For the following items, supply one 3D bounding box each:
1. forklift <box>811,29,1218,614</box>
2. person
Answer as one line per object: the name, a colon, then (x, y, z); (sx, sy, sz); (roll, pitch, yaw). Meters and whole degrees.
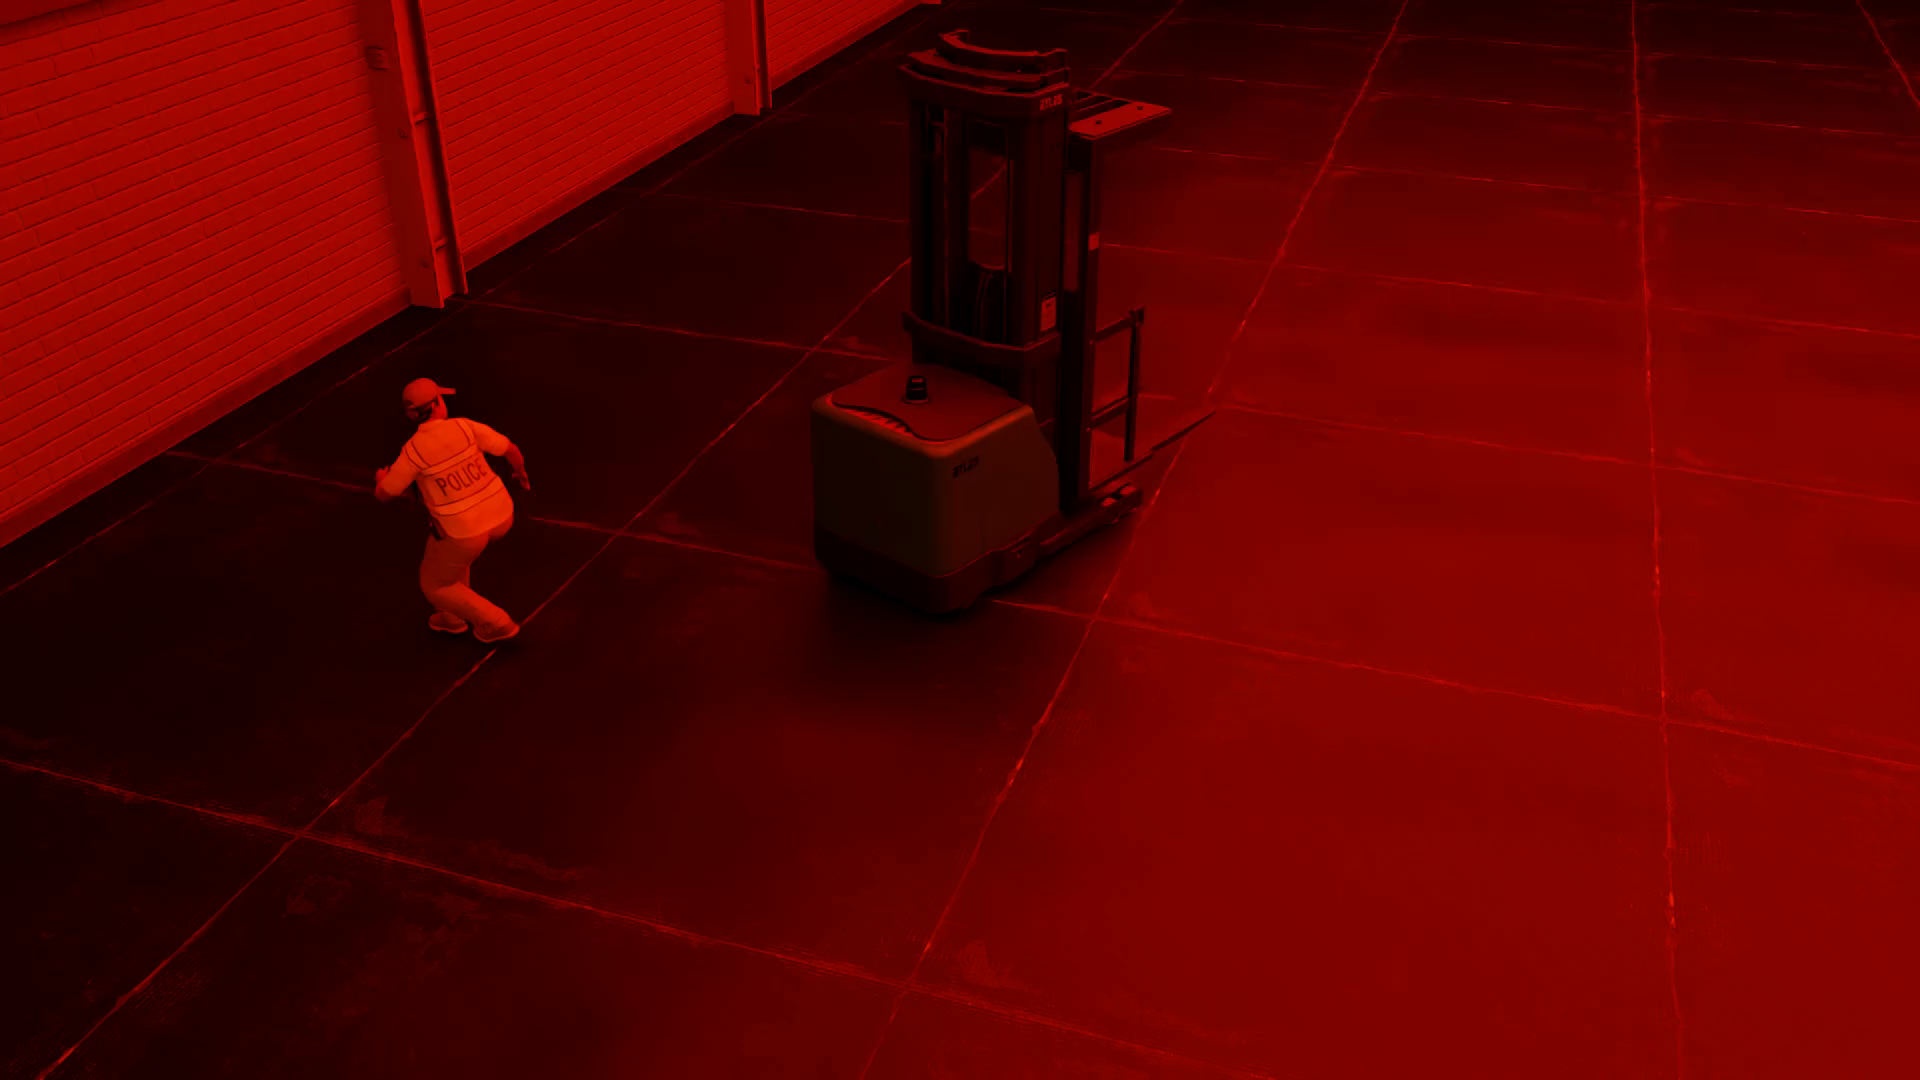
forklift: (0.494, -1.515, 9.794); (1.130, 2.935, 3.031); (23, 37, 35)
person: (-2.684, -0.179, 8.879); (0.811, 1.537, 0.817); (20, 35, 30)
